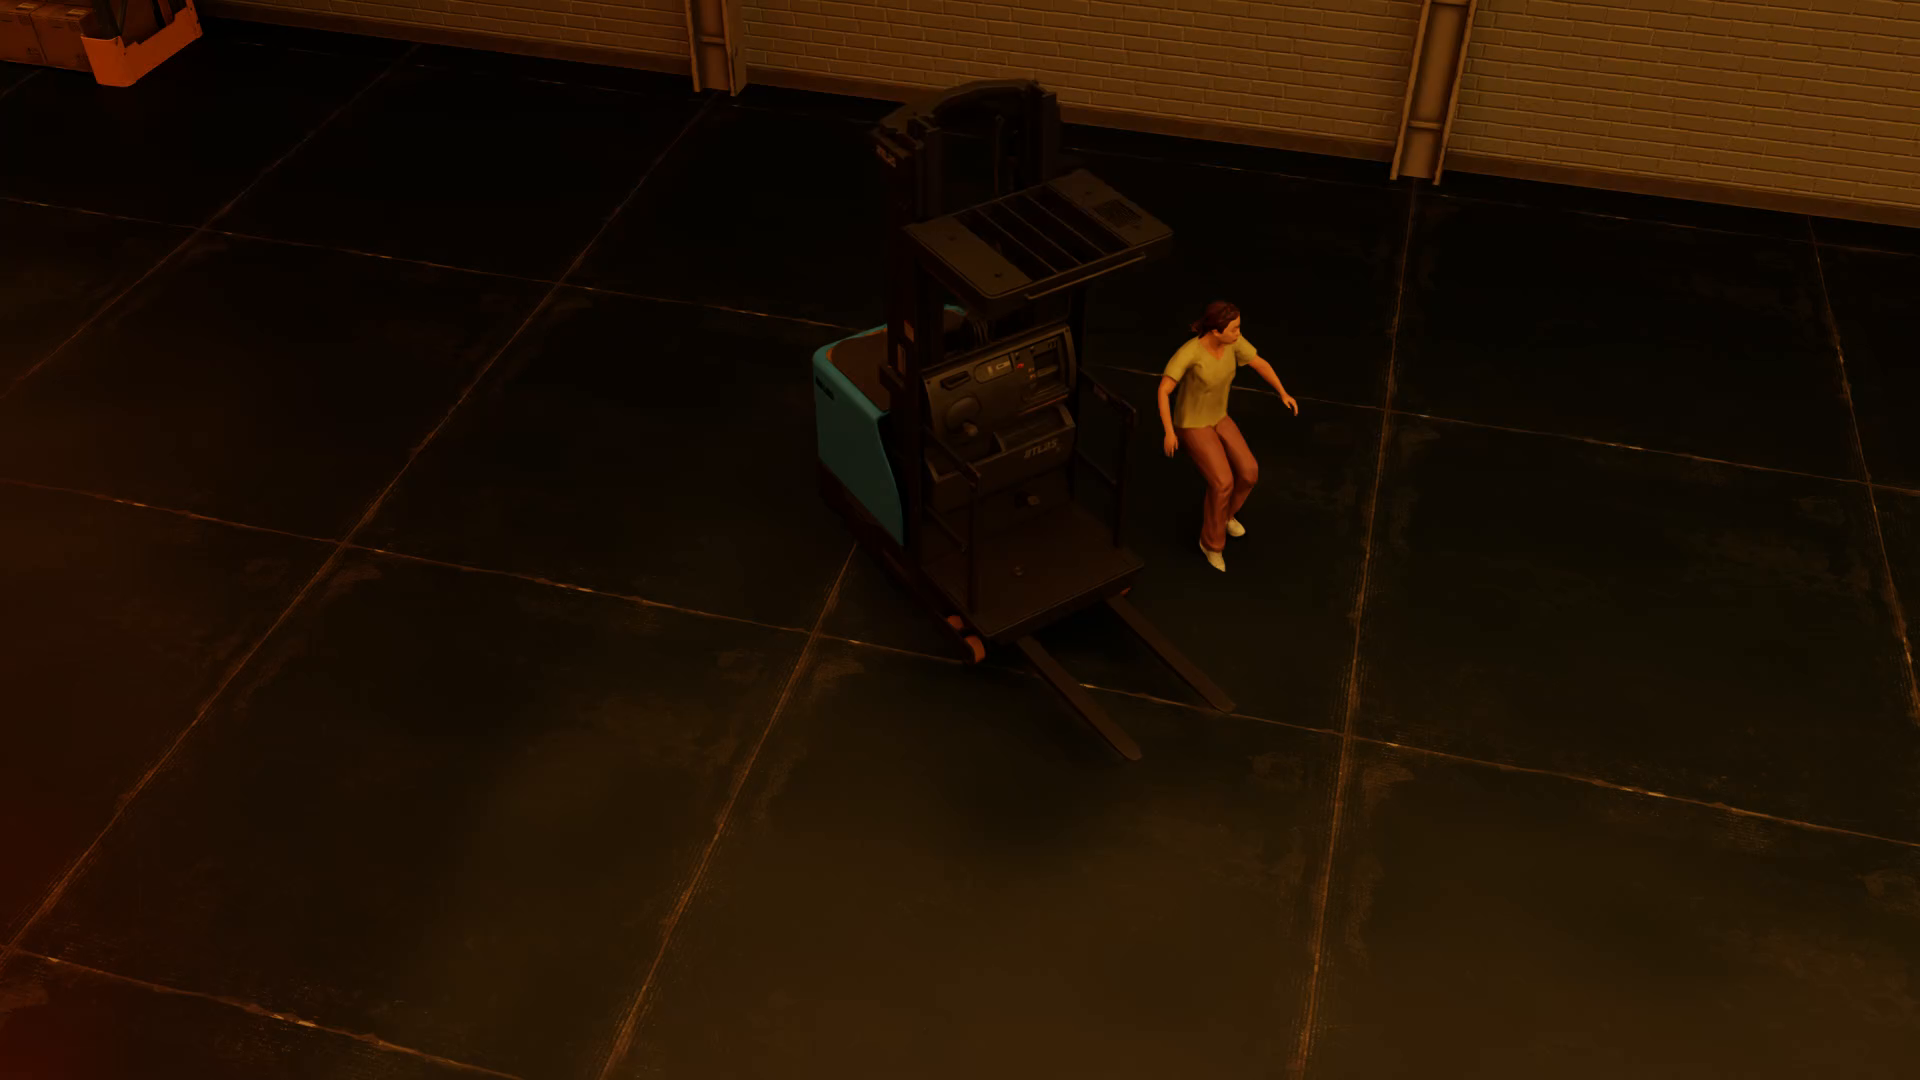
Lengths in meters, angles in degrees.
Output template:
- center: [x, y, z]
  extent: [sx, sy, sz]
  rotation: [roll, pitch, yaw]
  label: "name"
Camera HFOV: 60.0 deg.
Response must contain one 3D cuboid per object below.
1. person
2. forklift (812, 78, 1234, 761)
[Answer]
- center: [1.511, -0.618, 9.680]
  extent: [0.810, 1.570, 0.702]
  rotation: [-32, 50, -31]
  label: "person"
- center: [0.338, -0.766, 8.736]
  extent: [1.130, 2.935, 3.031]
  rotation: [-23, 46, -24]
  label: "forklift"
